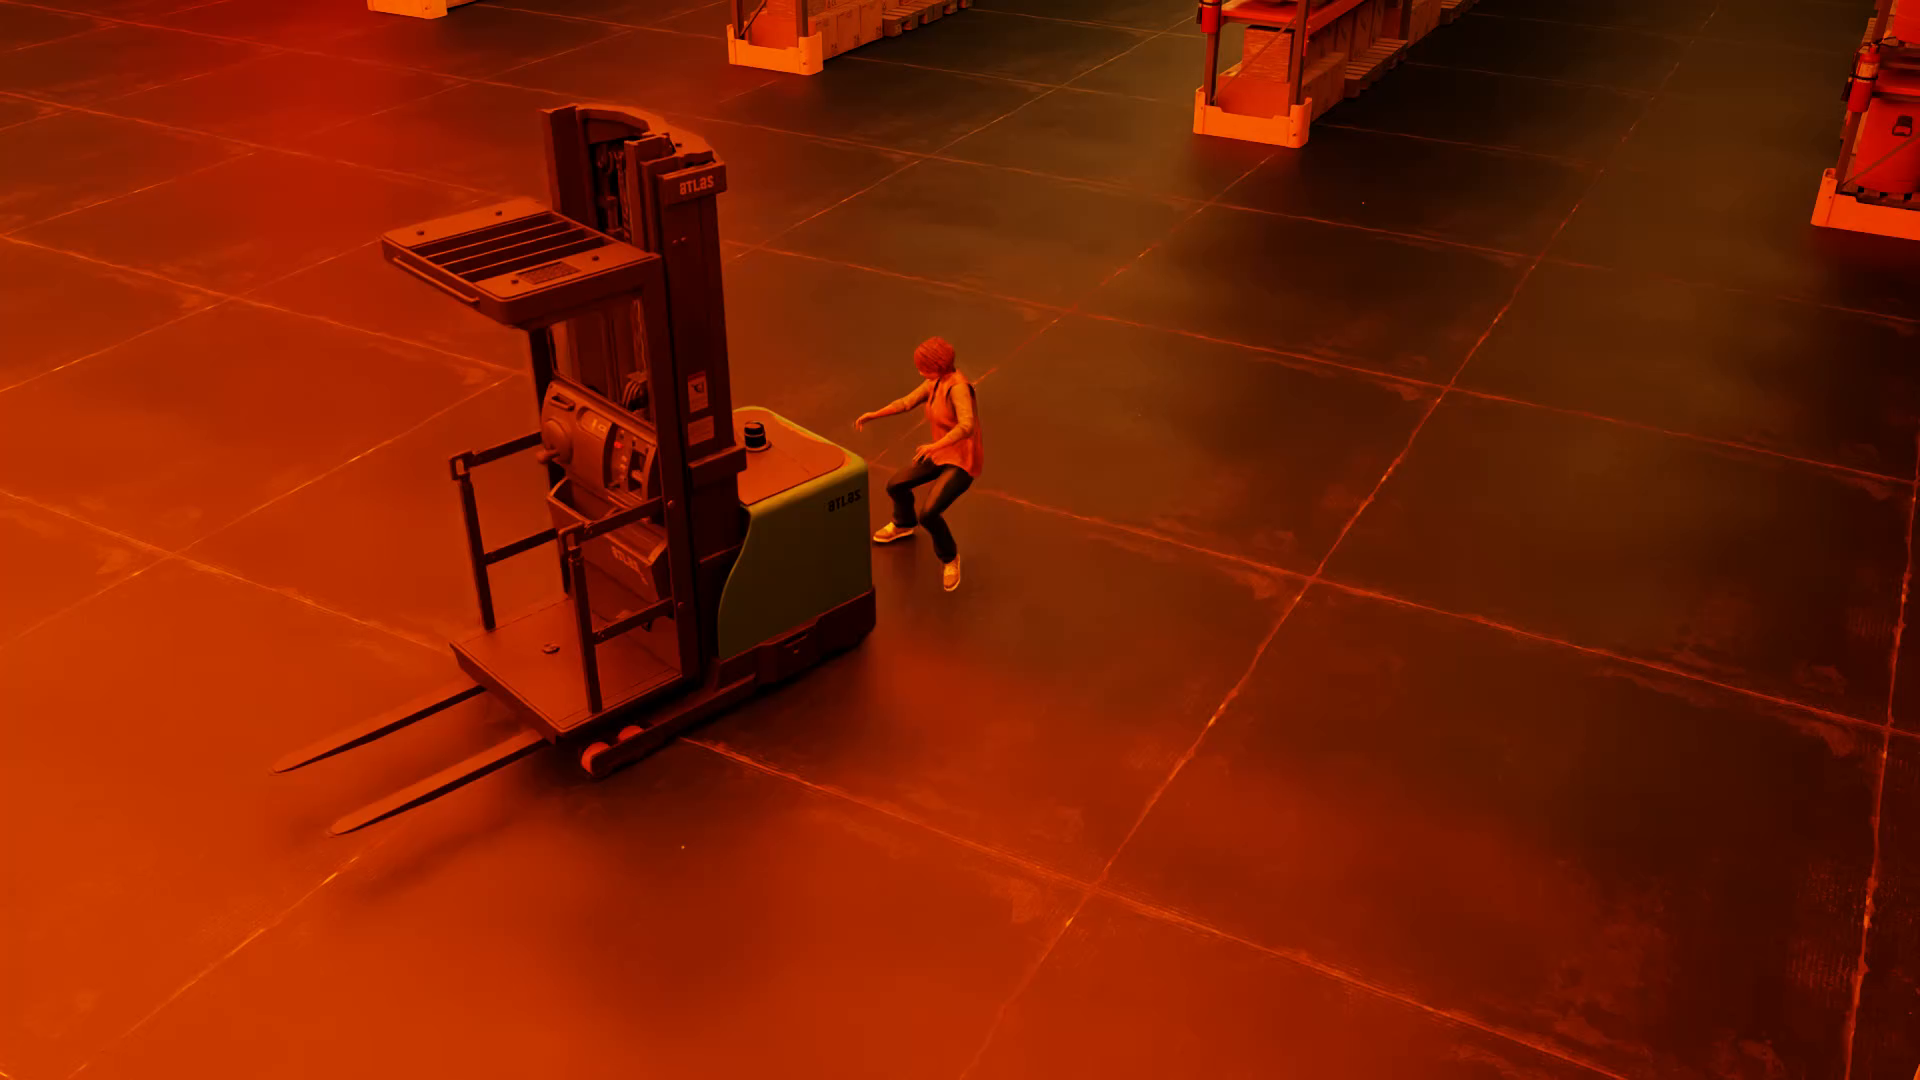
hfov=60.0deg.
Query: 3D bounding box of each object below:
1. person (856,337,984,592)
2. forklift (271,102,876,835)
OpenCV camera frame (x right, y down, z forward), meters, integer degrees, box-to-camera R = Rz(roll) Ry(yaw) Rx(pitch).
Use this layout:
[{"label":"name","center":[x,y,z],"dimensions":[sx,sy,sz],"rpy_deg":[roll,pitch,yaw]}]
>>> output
[{"label":"person","center":[-0.209,-0.447,9.398],"dimensions":[0.674,1.374,0.877],"rpy_deg":[-11,32,-19]},{"label":"forklift","center":[-1.875,-0.421,7.800],"dimensions":[3.031,2.935,1.130],"rpy_deg":[-25,38,-37]}]
